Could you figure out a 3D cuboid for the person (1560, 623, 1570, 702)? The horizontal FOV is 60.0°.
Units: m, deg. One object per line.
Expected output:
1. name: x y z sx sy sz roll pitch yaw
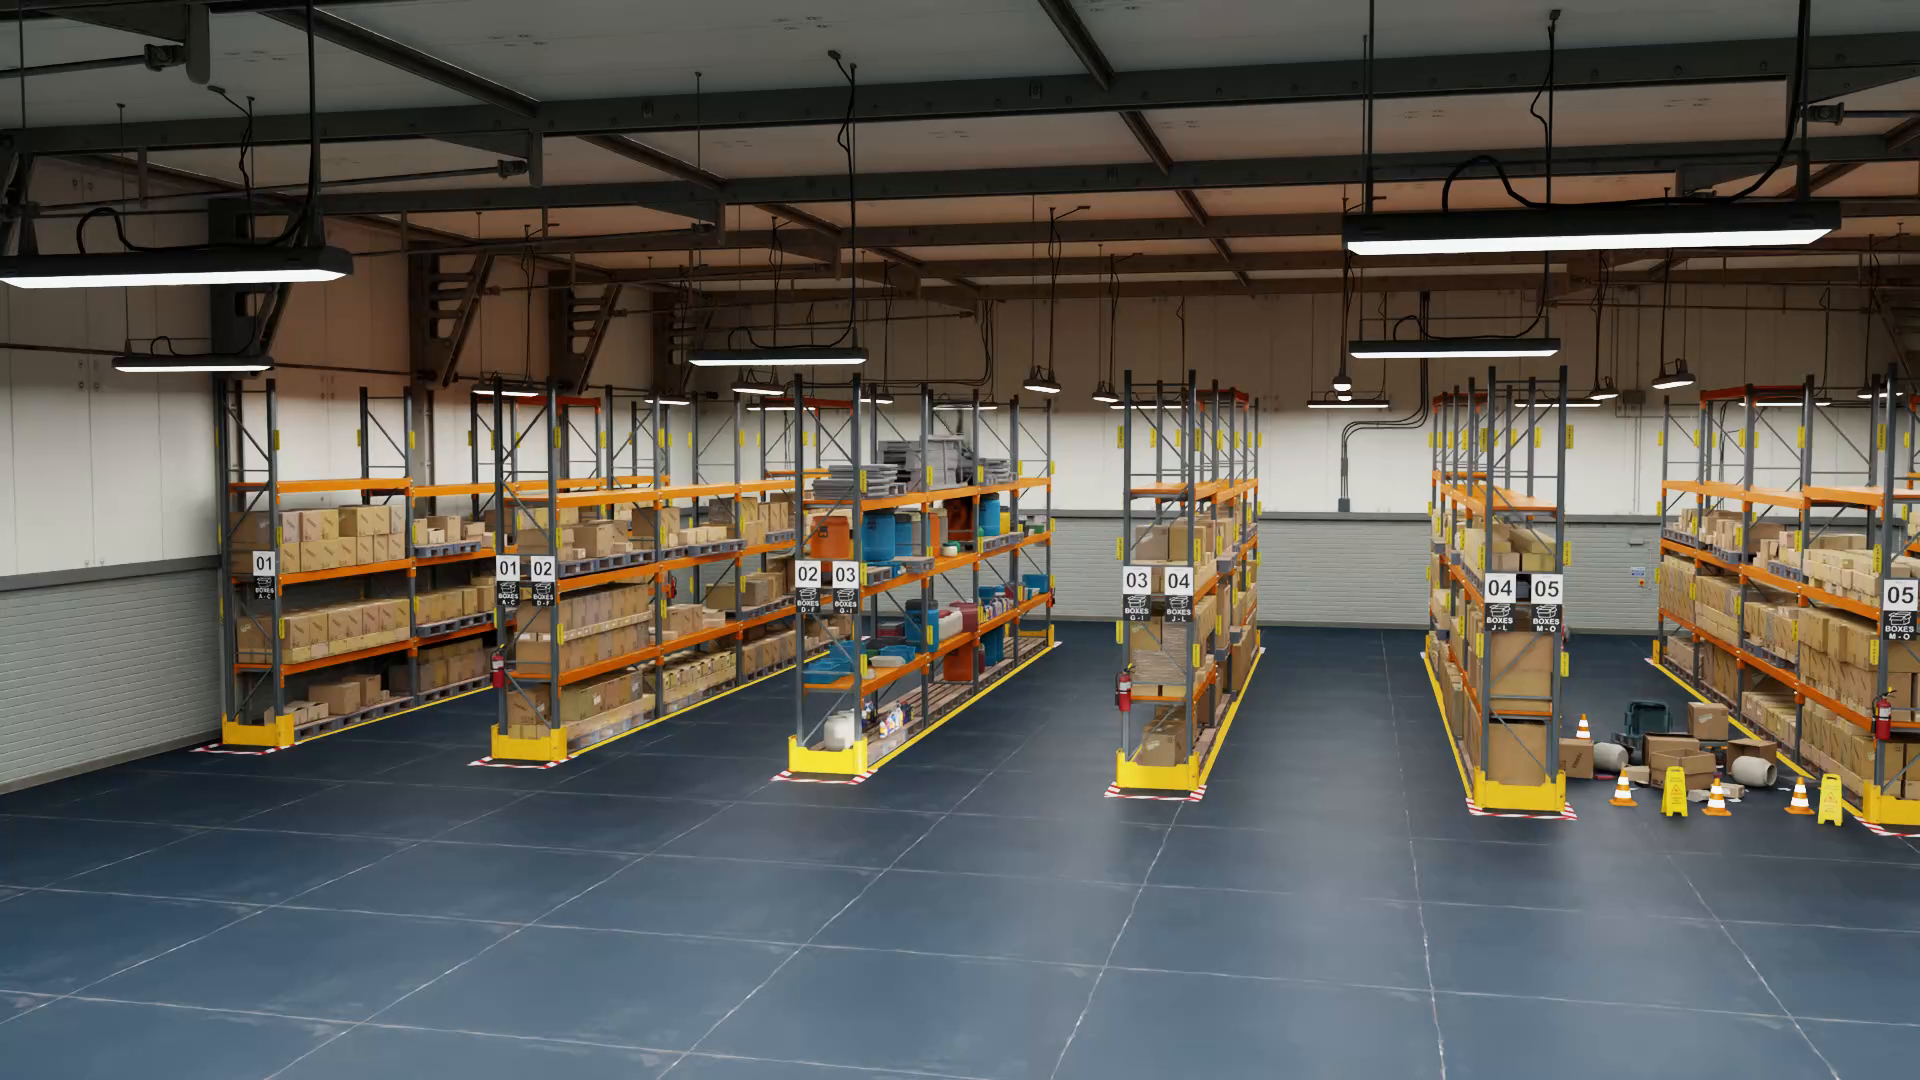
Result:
1. person: 11.242 2.204 31.550 0.646 1.840 0.886 1 4 12
